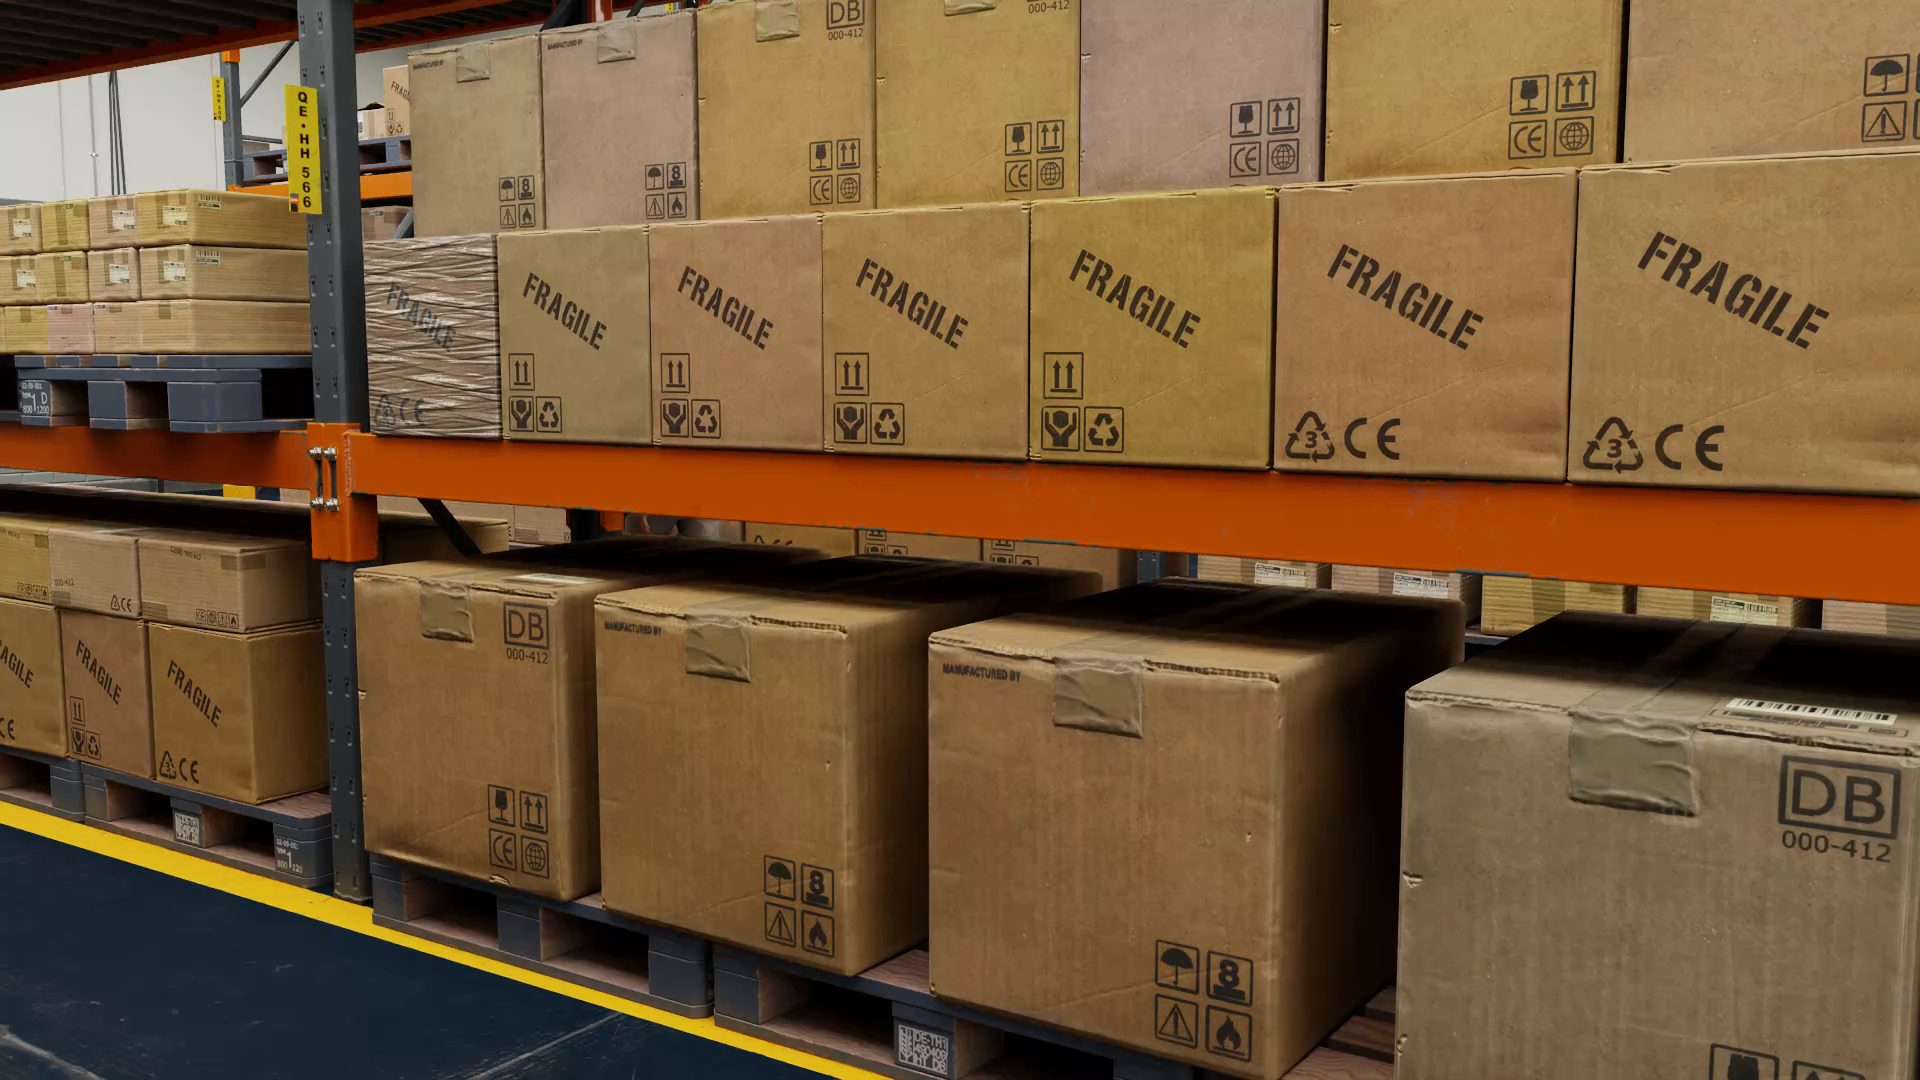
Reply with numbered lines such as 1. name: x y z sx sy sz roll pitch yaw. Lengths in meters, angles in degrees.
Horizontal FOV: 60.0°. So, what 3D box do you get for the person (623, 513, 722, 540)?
1. person: -1.405 -0.252 8.156 0.561 1.673 1.037 -5 8 -39
